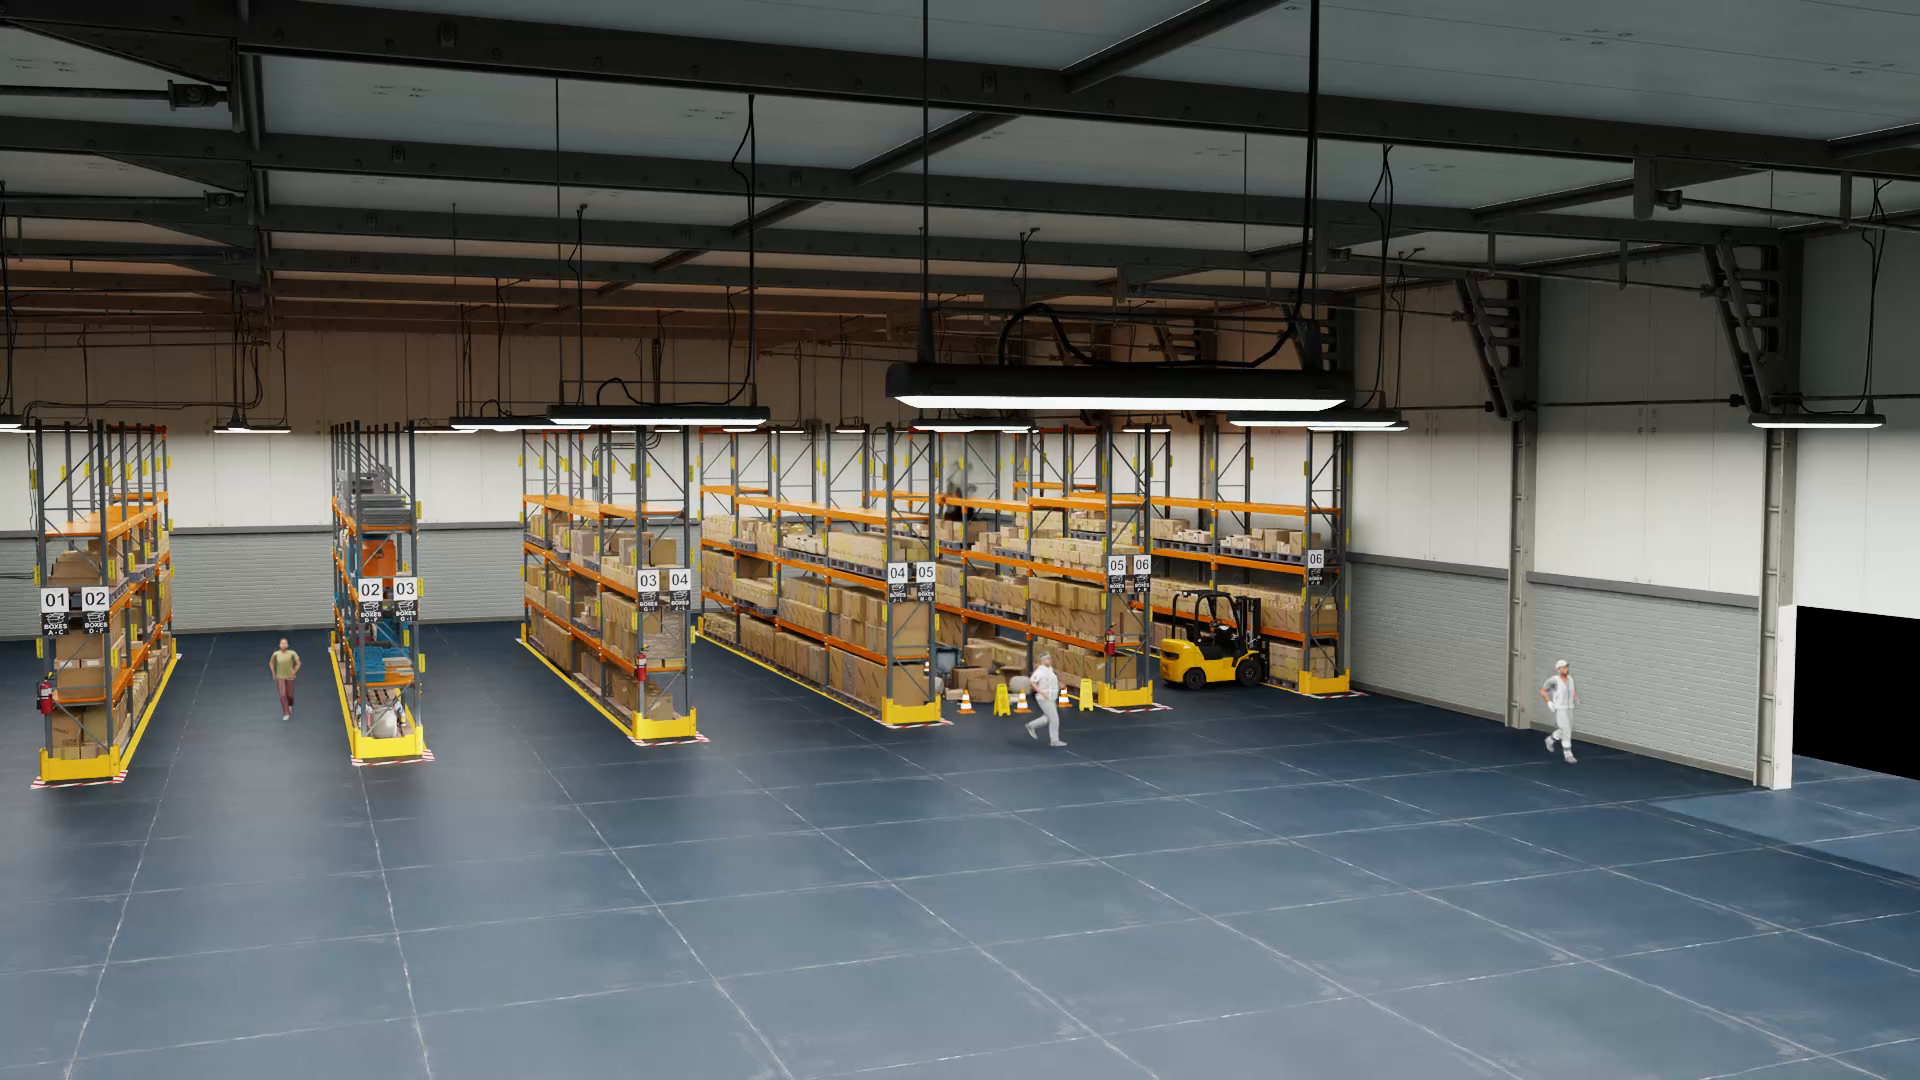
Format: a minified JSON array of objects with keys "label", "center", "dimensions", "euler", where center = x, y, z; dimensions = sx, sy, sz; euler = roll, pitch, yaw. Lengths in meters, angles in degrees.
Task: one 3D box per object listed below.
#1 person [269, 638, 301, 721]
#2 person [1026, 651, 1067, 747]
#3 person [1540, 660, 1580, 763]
[{"label":"person","center":[-13.688,2.802,33.730],"dimensions":[0.590,1.647,0.767],"euler":[-1,4,-20]},{"label":"person","center":[1.583,2.919,30.760],"dimensions":[0.885,1.751,0.676],"euler":[2,4,26]},{"label":"person","center":[10.628,3.003,29.399],"dimensions":[0.657,1.775,0.867],"euler":[-1,4,-22]}]
